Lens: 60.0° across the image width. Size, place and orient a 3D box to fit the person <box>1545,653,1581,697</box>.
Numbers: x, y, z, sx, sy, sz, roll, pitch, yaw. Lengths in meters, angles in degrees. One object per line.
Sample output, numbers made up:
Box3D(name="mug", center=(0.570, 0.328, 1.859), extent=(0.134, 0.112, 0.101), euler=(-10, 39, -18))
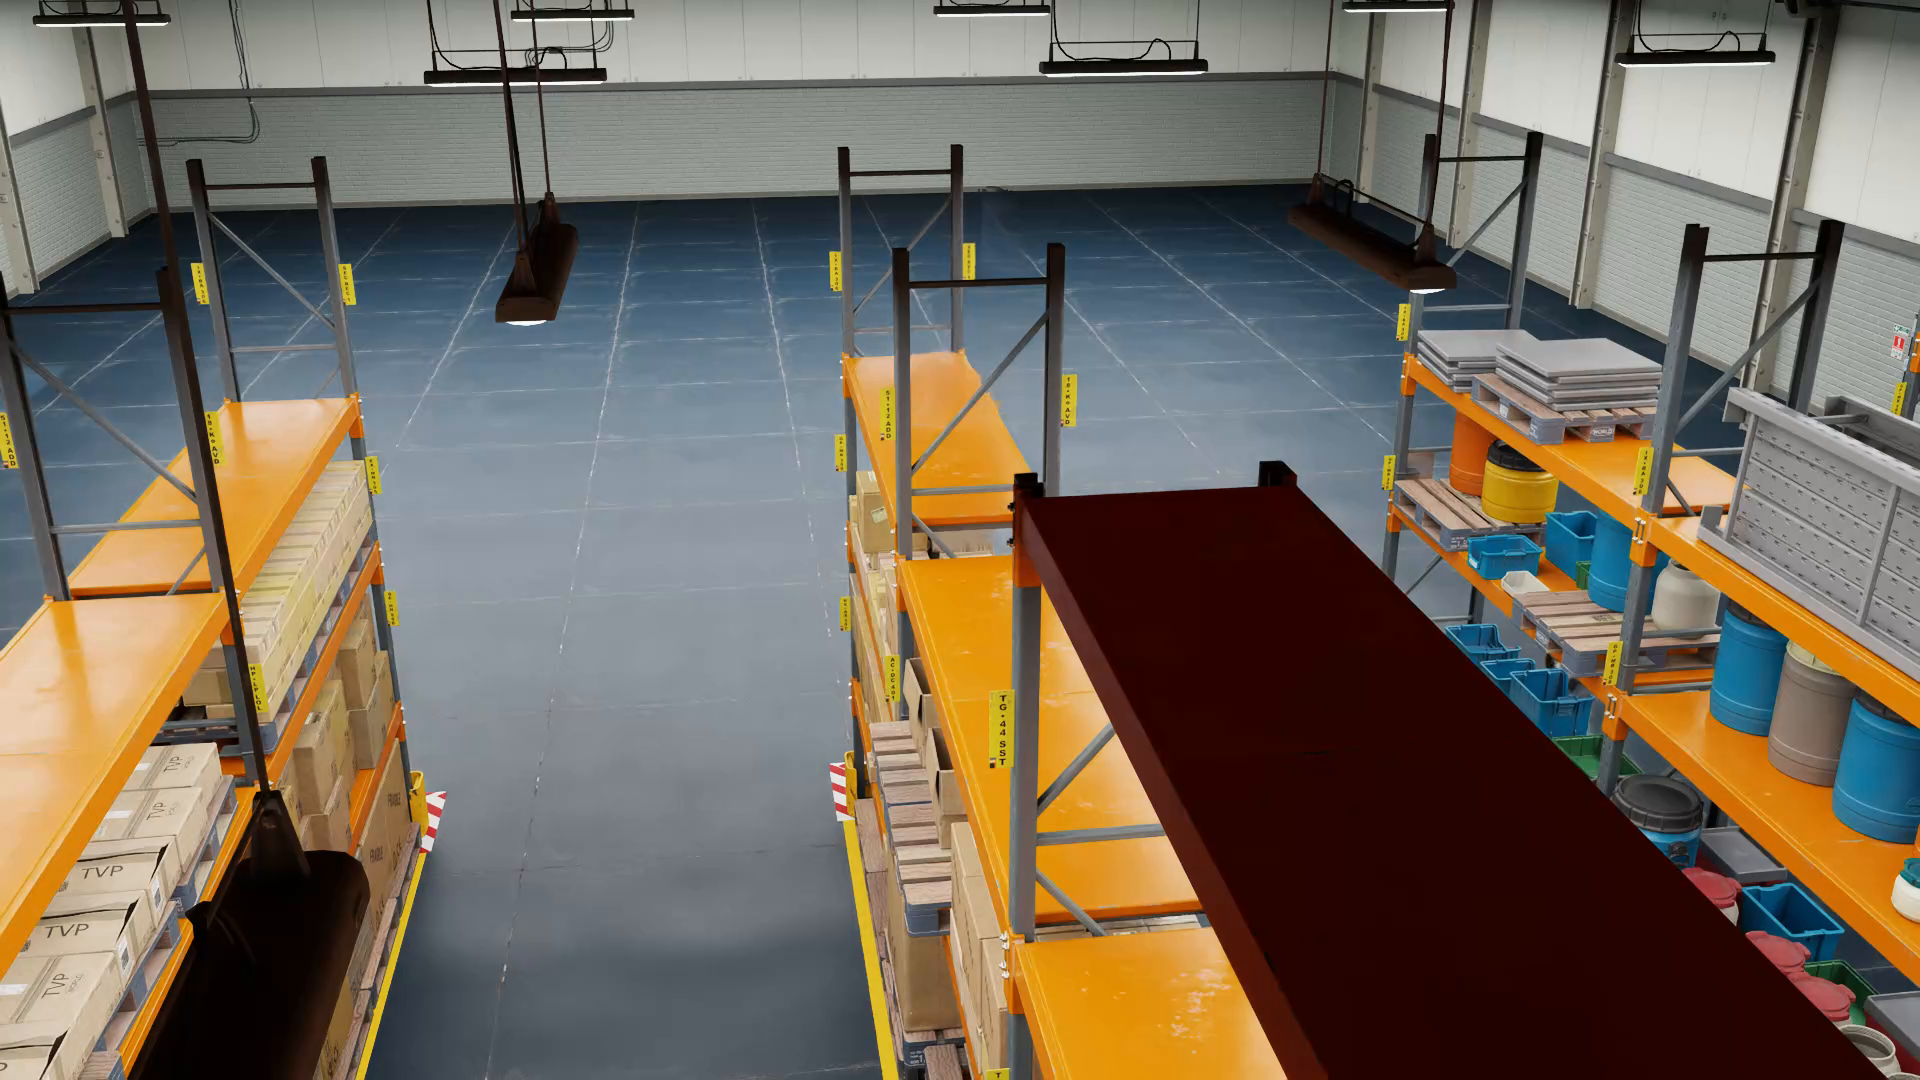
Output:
Box3D(name="person", center=(5.962, 1.265, 16.234), extent=(0.610, 1.670, 0.523), euler=(-4, 22, -9))
